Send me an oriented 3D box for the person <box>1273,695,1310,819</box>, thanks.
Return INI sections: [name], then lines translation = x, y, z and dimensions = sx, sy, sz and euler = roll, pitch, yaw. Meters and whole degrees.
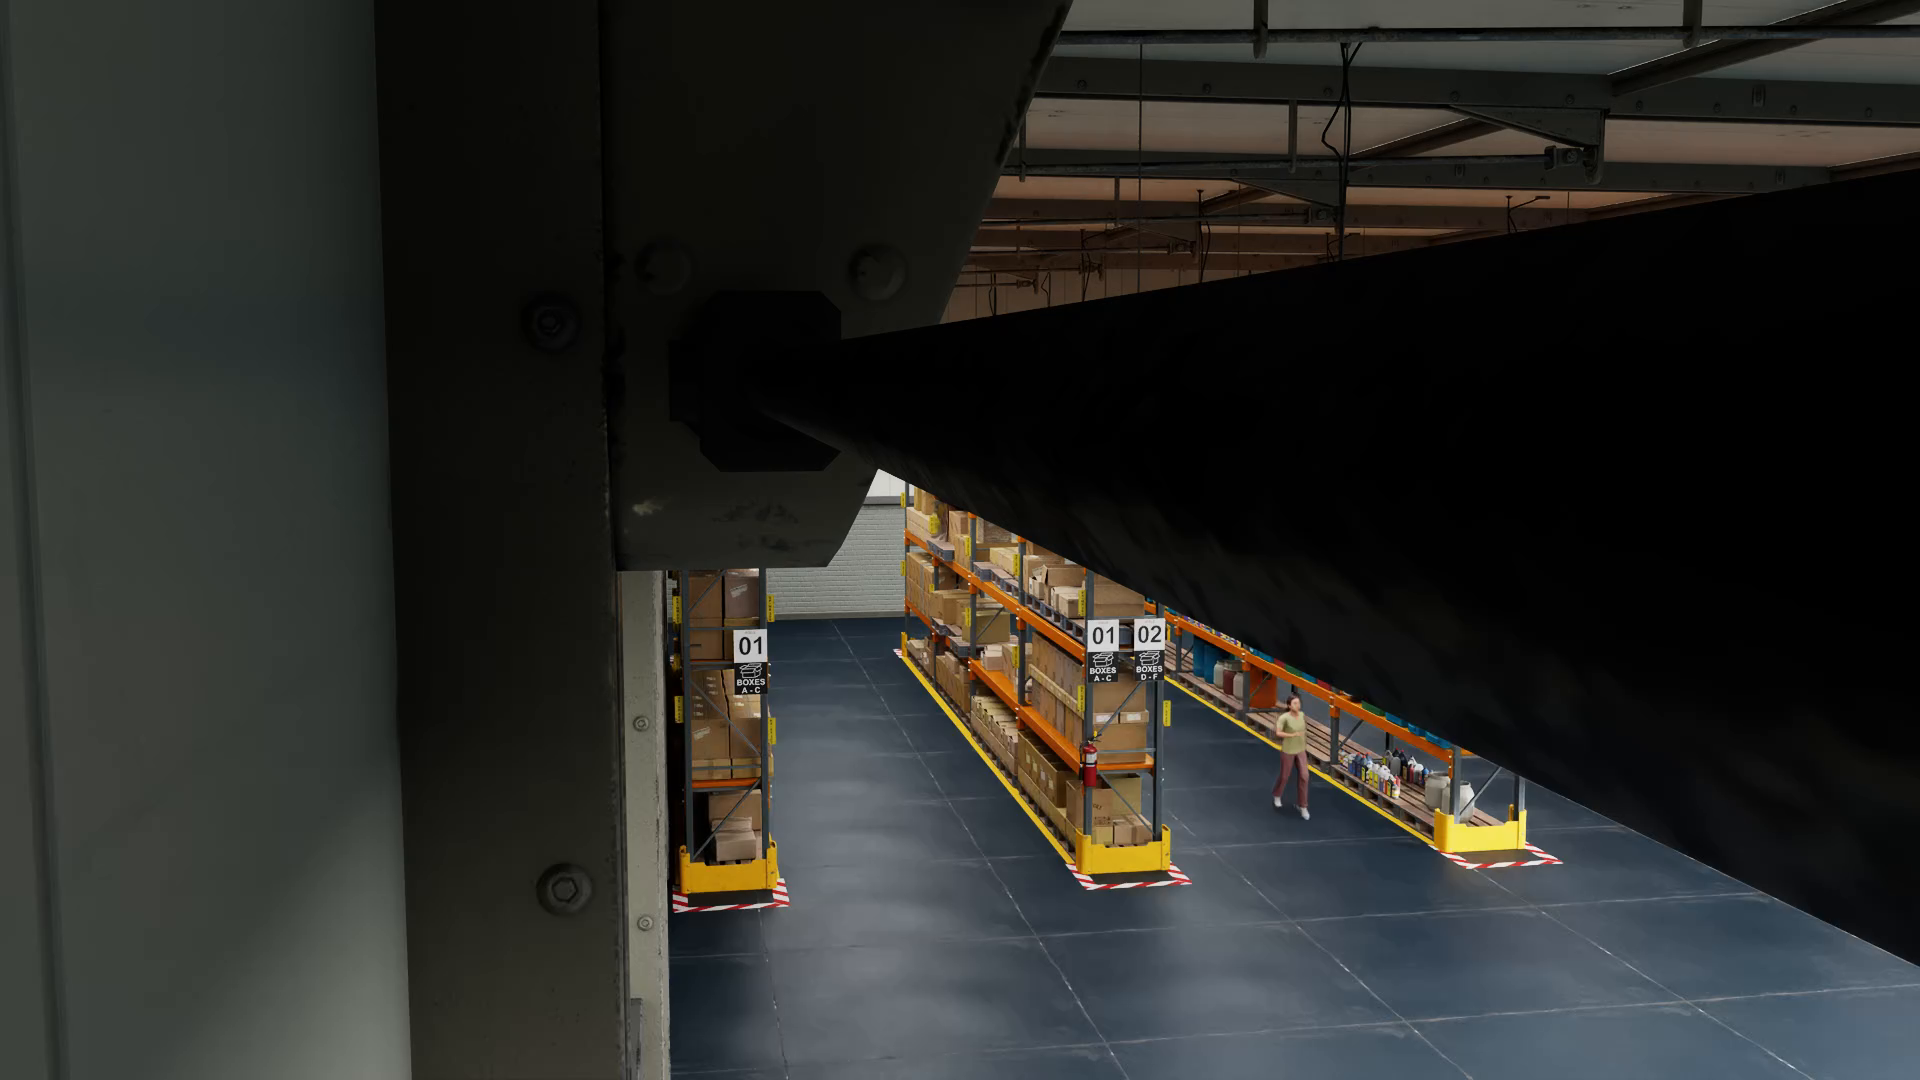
[person]
translation = 4.699, 3.038, 23.639
dimensions = 0.576, 1.720, 0.831
euler = -2, 6, -17
